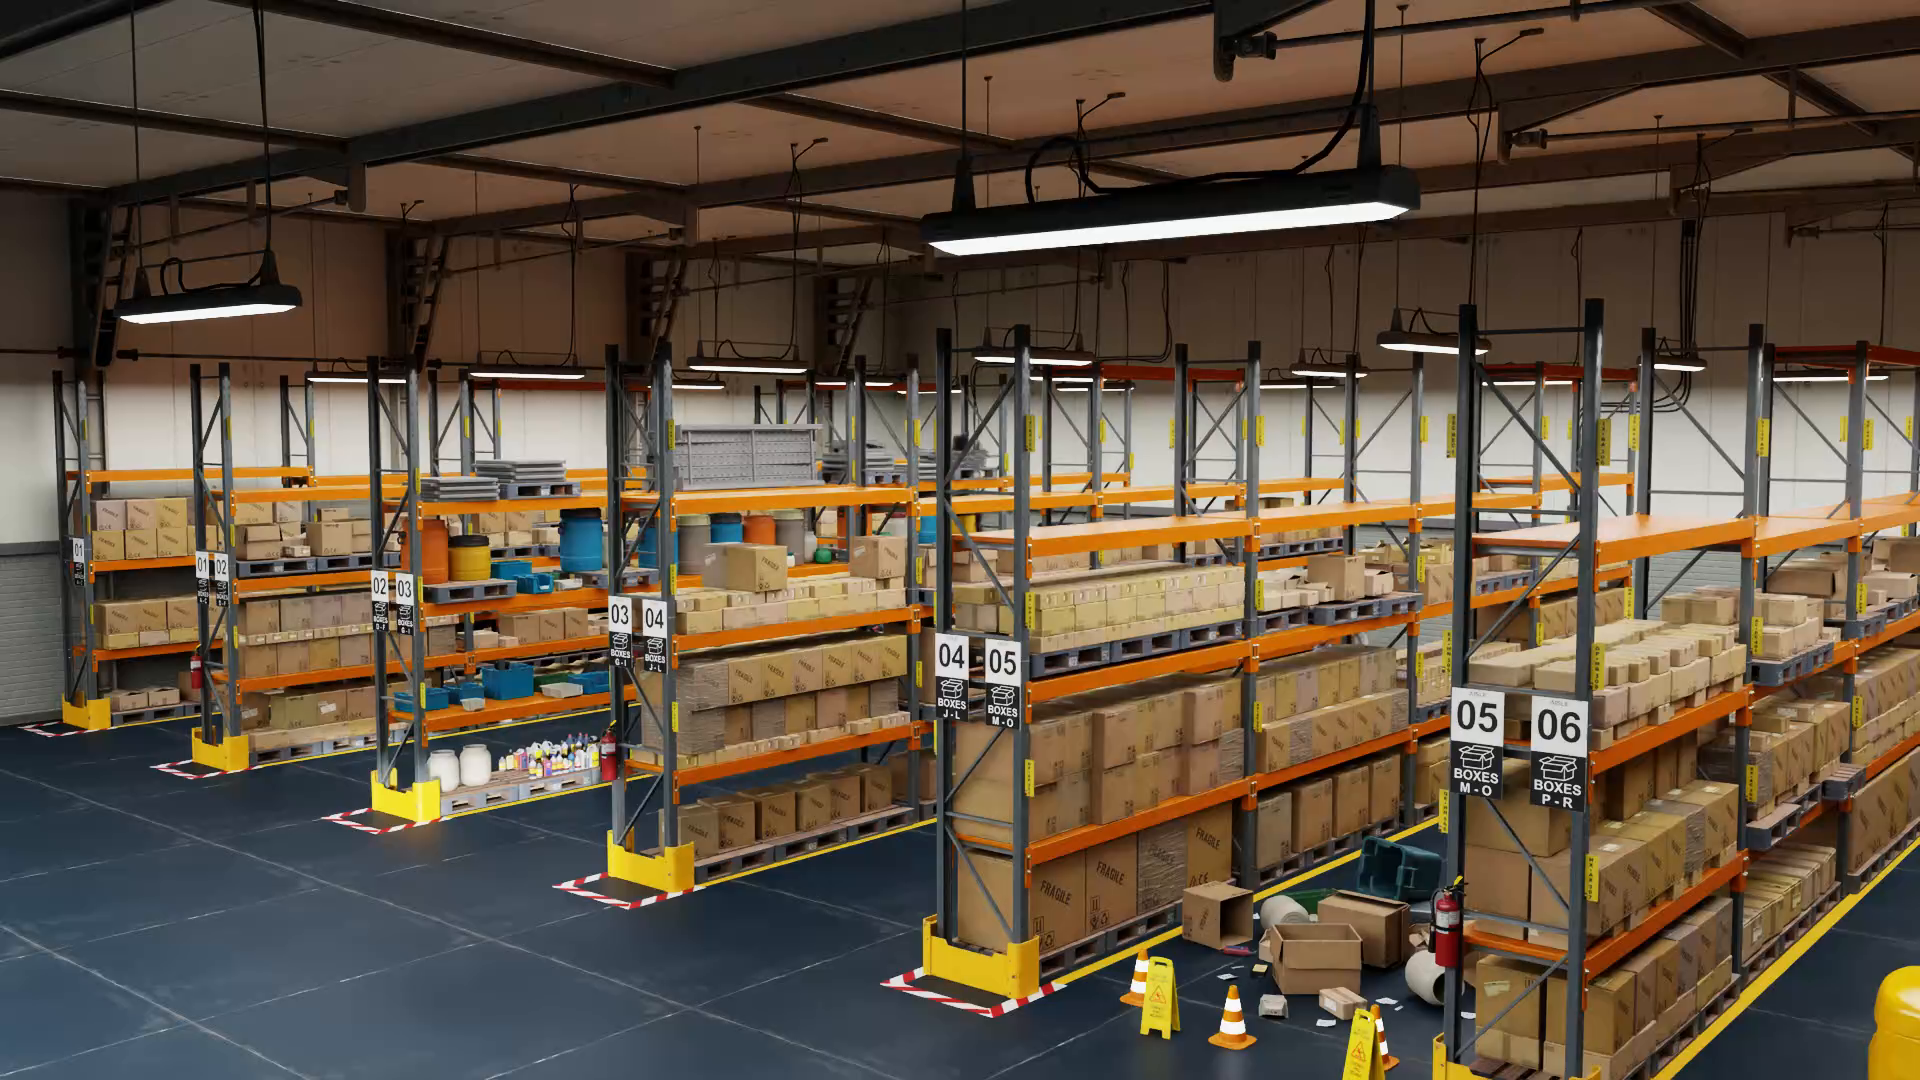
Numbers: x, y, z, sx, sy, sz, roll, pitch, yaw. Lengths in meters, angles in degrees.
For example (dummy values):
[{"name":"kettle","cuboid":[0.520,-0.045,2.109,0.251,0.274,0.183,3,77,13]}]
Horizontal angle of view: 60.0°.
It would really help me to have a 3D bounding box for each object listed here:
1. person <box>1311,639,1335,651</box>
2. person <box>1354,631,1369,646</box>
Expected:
[{"name":"person","cuboid":[6.086,2.348,27.662,0.840,1.708,0.589,-4,6,-43]},{"name":"person","cuboid":[7.998,1.858,33.566,0.637,1.832,0.849,-1,4,-18]}]
